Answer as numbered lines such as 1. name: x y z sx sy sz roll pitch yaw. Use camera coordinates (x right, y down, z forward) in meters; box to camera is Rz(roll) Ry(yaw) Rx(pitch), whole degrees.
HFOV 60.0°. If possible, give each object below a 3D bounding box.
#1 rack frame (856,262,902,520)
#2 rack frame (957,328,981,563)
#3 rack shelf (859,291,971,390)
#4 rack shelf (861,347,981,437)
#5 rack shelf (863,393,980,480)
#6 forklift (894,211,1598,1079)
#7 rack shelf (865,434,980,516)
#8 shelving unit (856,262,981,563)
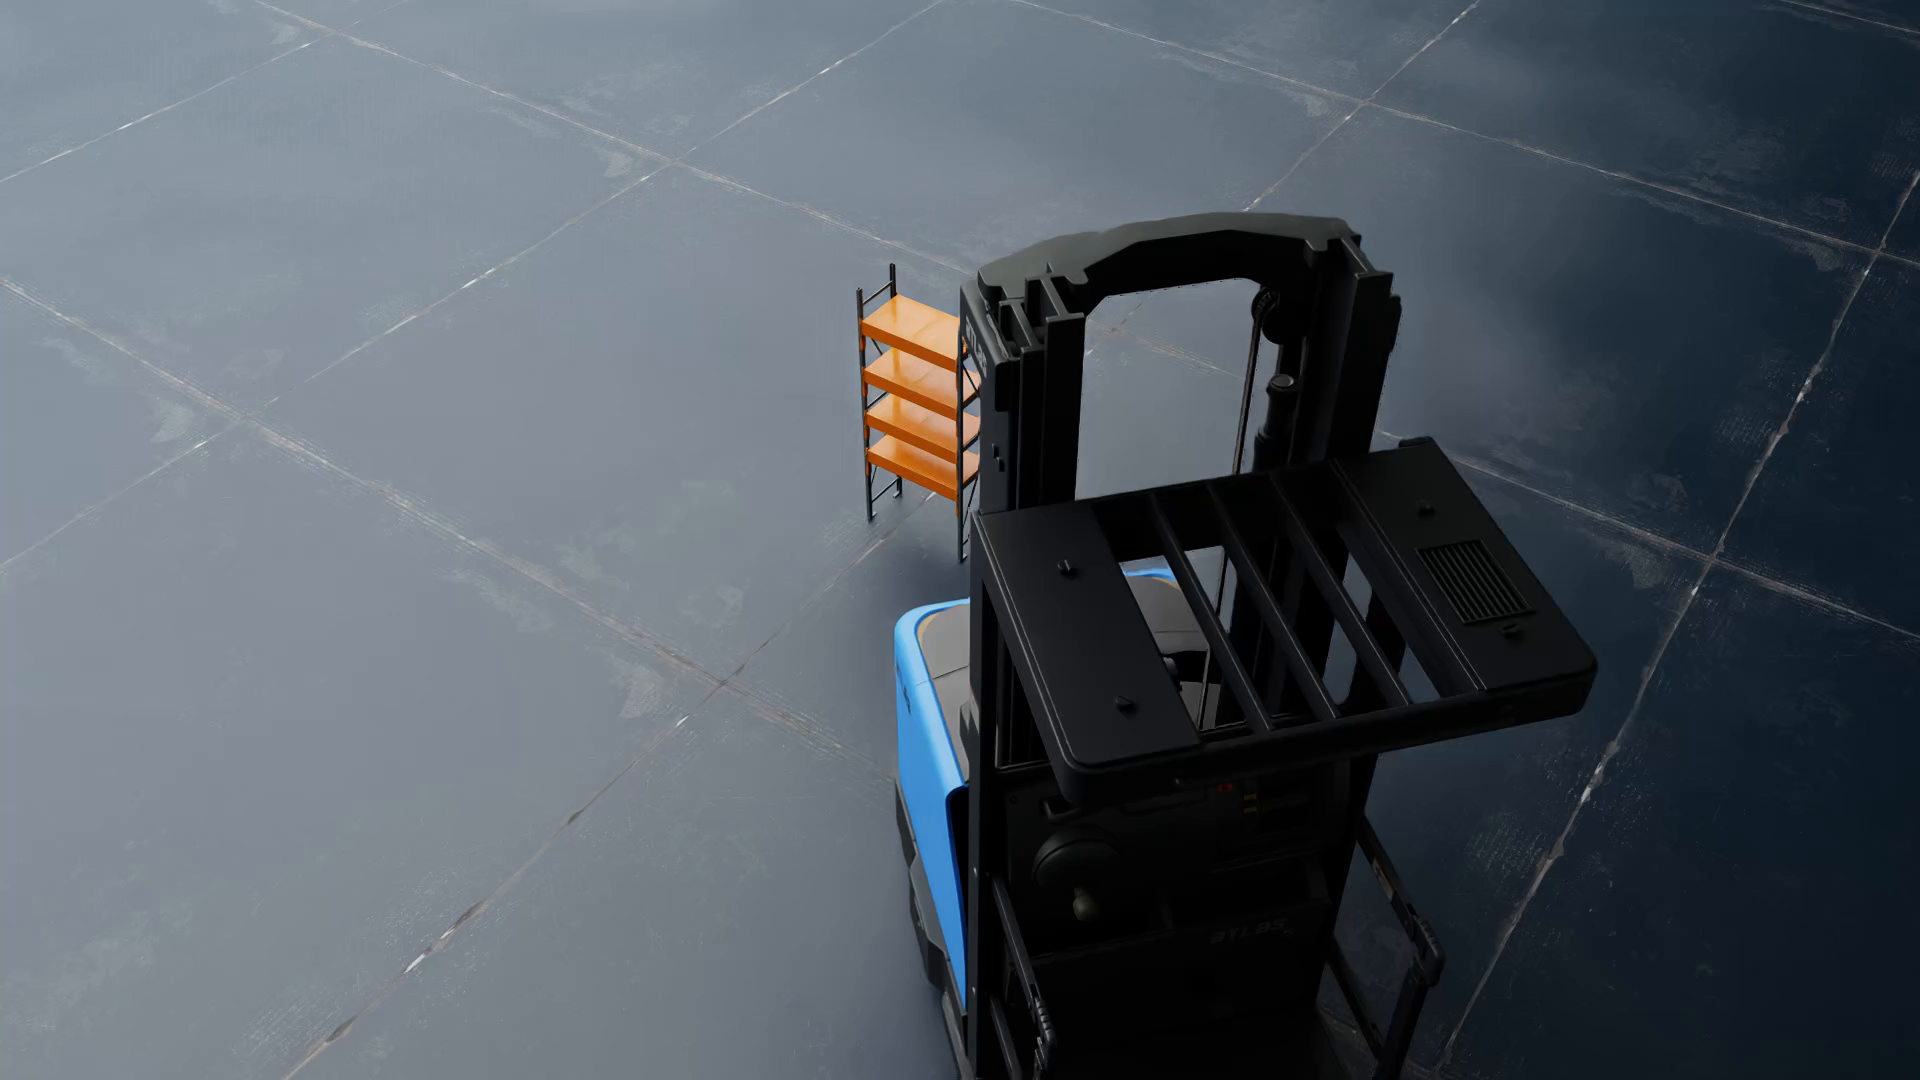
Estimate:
1. rack frame: -0.335 -0.604 7.025 0.015 1.200 0.240 25 48 25
2. rack frame: 0.064 -0.417 6.816 0.015 1.200 0.240 25 48 25
3. rack shelf: -0.136 -0.803 6.659 0.480 0.148 0.258 25 48 25
4. rack shelf: -0.136 -0.627 6.816 0.480 0.148 0.258 25 48 25
5. rack shelf: -0.136 -0.460 6.966 0.480 0.148 0.258 25 48 25
6. forklift: 0.621 0.812 4.145 1.130 2.935 3.031 -9 43 -10
7. rack shelf: -0.136 -0.312 7.098 0.480 0.148 0.258 25 48 25
8. shelving unit: -0.136 -0.511 6.921 0.503 1.200 0.258 25 48 25
